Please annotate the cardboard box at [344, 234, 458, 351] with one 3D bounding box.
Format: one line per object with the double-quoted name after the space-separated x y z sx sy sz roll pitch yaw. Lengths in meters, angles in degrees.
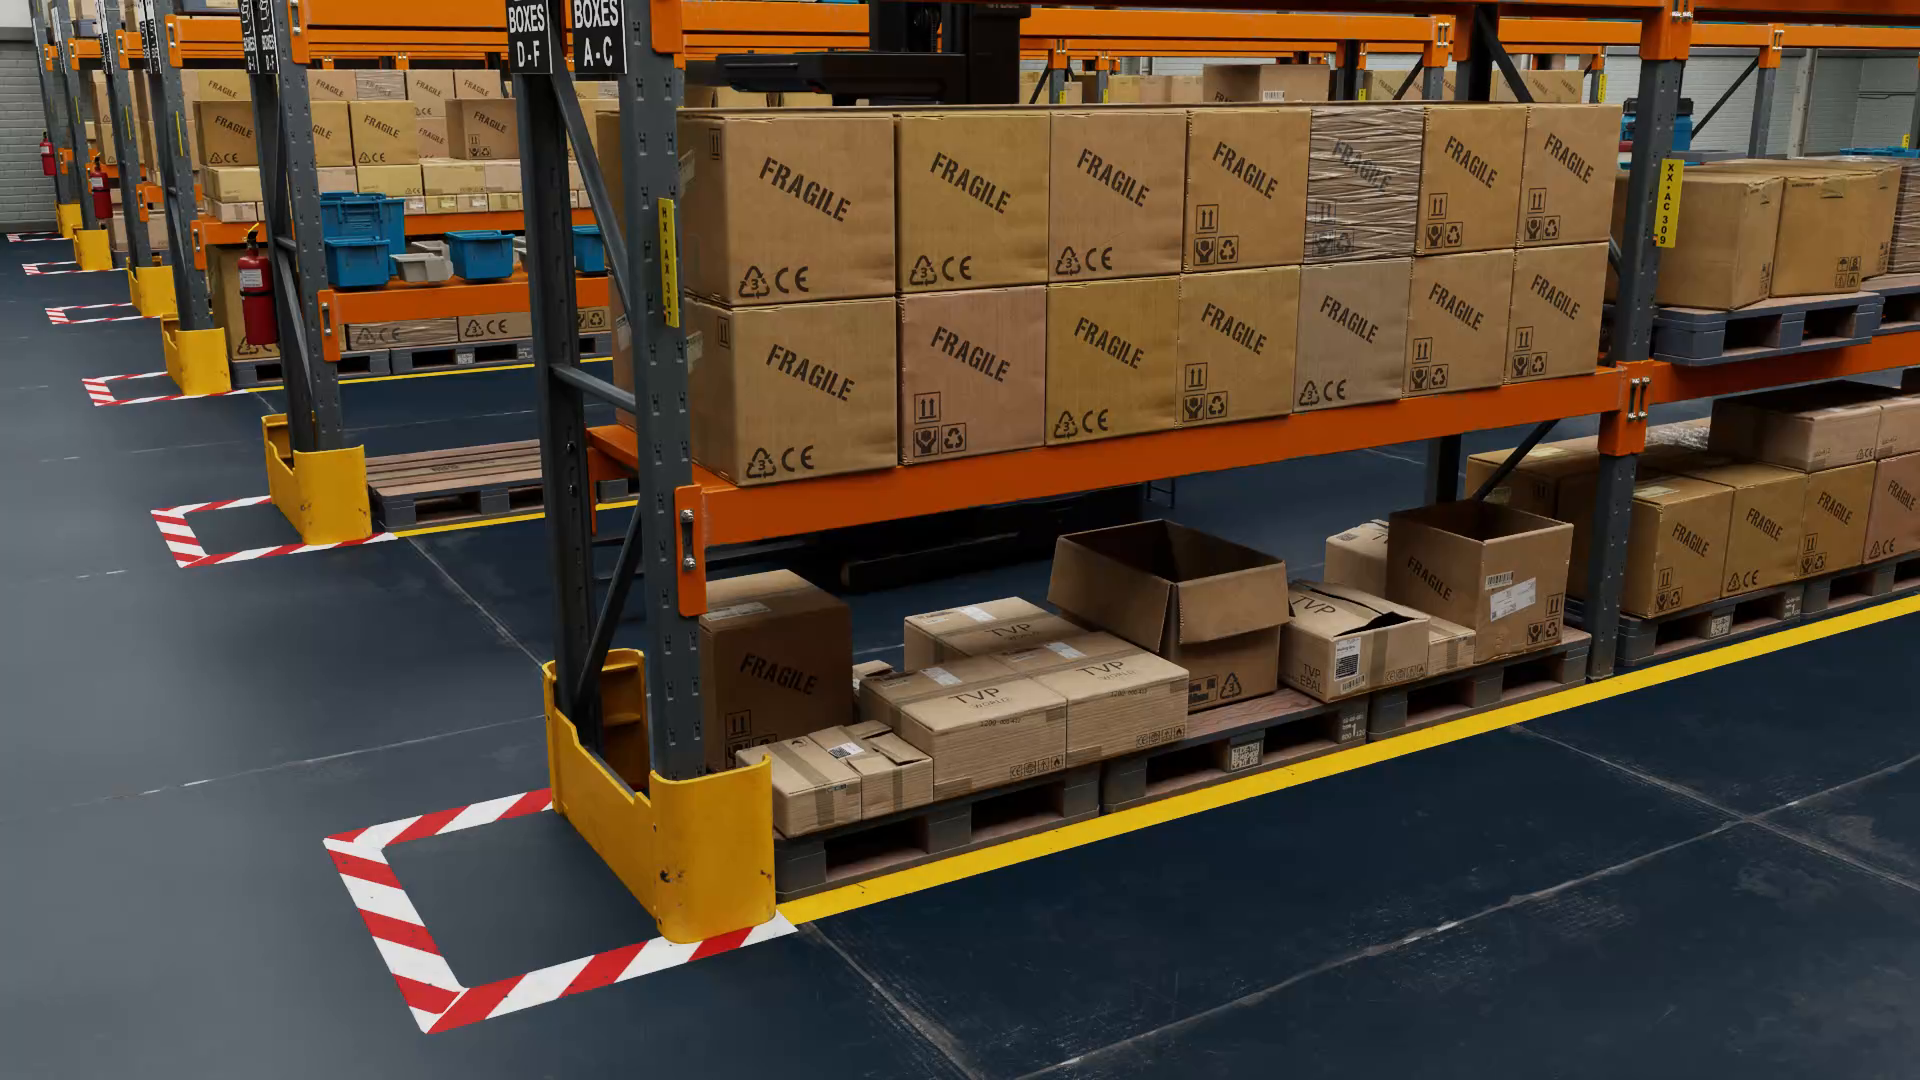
-4.847 -2.132 14.117 0.875 0.875 0.875 -9 18 -30 "cardboard box"

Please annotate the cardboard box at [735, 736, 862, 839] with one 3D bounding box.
-0.500 0.756 5.123 0.250 0.149 0.380 -9 18 -30 "cardboard box"

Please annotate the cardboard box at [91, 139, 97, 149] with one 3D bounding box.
-13.181 -6.067 25.461 0.250 0.149 0.380 -9 18 -28 "cardboard box"

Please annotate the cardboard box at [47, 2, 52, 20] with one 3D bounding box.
-13.561 -8.042 25.285 0.500 0.250 0.500 -10 18 -31 "cardboard box"

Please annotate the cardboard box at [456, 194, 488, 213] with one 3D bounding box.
-4.119 -2.822 13.885 0.250 0.149 0.380 -9 18 -29 "cardboard box"

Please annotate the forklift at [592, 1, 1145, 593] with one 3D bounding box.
-0.527 -1.318 8.183 3.031 2.935 1.130 -10 19 -32 "forklift"

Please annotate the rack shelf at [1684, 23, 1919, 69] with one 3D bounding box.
8.417 -4.617 15.599 4.000 0.370 1.077 -9 18 -30 "rack shelf"

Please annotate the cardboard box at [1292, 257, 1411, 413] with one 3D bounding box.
1.216 -0.758 5.871 0.500 0.500 0.500 -9 18 -28 "cardboard box"

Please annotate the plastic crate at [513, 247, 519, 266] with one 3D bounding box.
-2.722 -1.667 9.677 0.243 0.136 0.396 -9 18 -30 "plastic crate"

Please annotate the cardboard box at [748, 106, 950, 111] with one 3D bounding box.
-0.364 -1.152 5.424 0.500 0.500 0.500 -9 18 -28 "cardboard box"

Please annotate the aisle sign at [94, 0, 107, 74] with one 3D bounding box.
-8.820 -5.192 17.056 0.004 0.787 0.394 -9 18 -30 "aisle sign"

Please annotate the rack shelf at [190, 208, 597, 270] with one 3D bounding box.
-4.420 -2.651 14.141 4.000 0.370 1.077 -9 18 -30 "rack shelf"

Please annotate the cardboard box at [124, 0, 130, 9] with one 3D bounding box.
-8.339 -5.616 17.182 0.500 0.250 0.500 -10 18 -31 "cardboard box"

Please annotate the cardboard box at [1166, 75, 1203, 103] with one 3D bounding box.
2.963 -6.331 23.658 0.550 0.550 0.875 -9 18 -30 "cardboard box"

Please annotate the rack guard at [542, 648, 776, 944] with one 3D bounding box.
-0.971 0.767 5.249 0.348 0.500 1.175 -9 18 -30 "rack guard"

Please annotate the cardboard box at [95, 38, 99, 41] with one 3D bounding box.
-12.965 -7.548 25.186 0.250 0.149 0.380 -9 18 -29 "cardboard box"

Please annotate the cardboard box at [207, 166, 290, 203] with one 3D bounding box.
-5.584 -2.794 13.047 0.500 0.250 0.500 -10 18 -31 "cardboard box"

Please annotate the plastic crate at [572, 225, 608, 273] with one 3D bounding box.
-2.074 -1.662 9.482 0.300 0.233 0.416 -9 18 -30 "plastic crate"

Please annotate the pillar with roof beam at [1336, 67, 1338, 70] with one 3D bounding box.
11.359 -12.056 35.247 0.400 9.000 9.100 -9 18 -30 "pillar with roof beam"

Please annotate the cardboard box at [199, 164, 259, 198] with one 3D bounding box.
-5.856 -2.919 13.491 0.500 0.250 0.500 -10 18 -31 "cardboard box"

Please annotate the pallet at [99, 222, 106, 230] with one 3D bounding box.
-13.050 -4.938 26.137 1.213 0.211 1.003 -9 18 -30 "pallet"

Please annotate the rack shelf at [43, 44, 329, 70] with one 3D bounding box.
-12.083 -7.536 26.010 4.000 0.370 1.077 -9 18 -30 "rack shelf"

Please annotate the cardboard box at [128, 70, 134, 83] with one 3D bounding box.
-10.603 -5.892 21.132 0.250 0.149 0.380 -9 18 -28 "cardboard box"

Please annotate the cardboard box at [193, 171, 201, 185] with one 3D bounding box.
-7.959 -3.774 17.280 0.250 0.149 0.380 -8 18 -28 "cardboard box"

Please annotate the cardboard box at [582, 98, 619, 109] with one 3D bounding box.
-2.962 -3.581 14.466 0.500 0.500 0.500 -9 18 -28 "cardboard box"

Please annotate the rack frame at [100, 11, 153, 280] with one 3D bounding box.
-8.602 -3.881 17.196 0.127 3.000 1.000 -9 18 -30 "rack frame"

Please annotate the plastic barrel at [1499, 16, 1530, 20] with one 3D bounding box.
4.089 -4.435 12.687 0.600 0.901 0.600 0 16 0 "plastic barrel"

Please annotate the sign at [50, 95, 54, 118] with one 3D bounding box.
-13.518 -6.451 24.762 0.005 0.325 0.100 -9 18 -30 "sign"

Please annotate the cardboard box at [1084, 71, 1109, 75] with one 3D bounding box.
2.151 -7.787 28.544 0.500 0.500 0.700 -10 18 -31 "cardboard box"

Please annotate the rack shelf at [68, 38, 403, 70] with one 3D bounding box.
-9.524 -6.388 21.915 4.000 0.370 1.077 -9 18 -30 "rack shelf"

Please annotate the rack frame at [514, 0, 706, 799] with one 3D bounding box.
-1.036 -0.426 4.874 0.127 3.000 1.000 -9 18 -30 "rack frame"

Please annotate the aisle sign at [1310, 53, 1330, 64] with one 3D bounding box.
5.328 -7.297 24.567 0.004 0.787 0.394 -9 18 -30 "aisle sign"

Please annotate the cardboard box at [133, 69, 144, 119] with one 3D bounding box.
-8.338 -4.675 17.440 0.500 0.500 0.500 -10 18 -31 "cardboard box"

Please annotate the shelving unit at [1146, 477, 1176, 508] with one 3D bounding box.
0.959 -0.751 9.366 0.503 1.200 0.258 -10 19 -32 "shelving unit"

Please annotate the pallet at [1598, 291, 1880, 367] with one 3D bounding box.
3.134 -0.976 7.189 1.213 0.211 1.003 -9 18 -30 "pallet"

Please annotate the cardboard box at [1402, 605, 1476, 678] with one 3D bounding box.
1.760 0.389 6.430 0.250 0.149 0.380 -9 18 -30 "cardboard box"

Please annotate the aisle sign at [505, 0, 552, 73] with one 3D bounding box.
-1.252 -1.740 4.742 0.004 0.787 0.394 -9 18 -30 "aisle sign"

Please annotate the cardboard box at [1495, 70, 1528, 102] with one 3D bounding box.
6.381 -5.342 19.822 0.500 0.500 0.500 -9 18 -30 "cardboard box"

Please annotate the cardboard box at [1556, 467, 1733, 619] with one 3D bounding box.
2.933 -0.002 7.174 0.500 0.500 0.500 -10 19 -32 "cardboard box"

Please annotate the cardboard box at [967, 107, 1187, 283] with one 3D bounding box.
0.356 -1.100 5.237 0.500 0.500 0.500 -9 18 -29 "cardboard box"

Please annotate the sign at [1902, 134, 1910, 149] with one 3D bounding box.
9.852 -4.058 17.317 0.005 0.325 0.100 -9 18 -30 "sign"

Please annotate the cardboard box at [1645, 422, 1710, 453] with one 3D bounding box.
3.526 -0.262 8.103 0.500 0.500 0.500 -9 18 -29 "cardboard box"

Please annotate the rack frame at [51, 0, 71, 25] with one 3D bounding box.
-11.238 -7.900 20.422 0.127 3.000 1.000 -9 18 -30 "rack frame"

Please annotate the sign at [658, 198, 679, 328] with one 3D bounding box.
-0.756 -0.718 4.309 0.005 0.325 0.100 -9 18 -30 "sign"

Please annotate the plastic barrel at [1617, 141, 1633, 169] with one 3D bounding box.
5.769 -3.224 14.603 0.433 0.535 0.433 0 16 0 "plastic barrel"

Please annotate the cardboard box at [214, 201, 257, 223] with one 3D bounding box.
-5.660 -2.571 12.990 0.250 0.149 0.380 -9 18 -29 "cardboard box"

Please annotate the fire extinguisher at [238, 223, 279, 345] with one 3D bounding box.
-3.947 -1.440 9.325 0.183 0.674 0.296 -9 18 -30 "fire extinguisher"

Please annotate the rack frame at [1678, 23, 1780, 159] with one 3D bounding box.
6.702 -3.241 14.915 0.127 3.000 1.000 -9 18 -30 "rack frame"

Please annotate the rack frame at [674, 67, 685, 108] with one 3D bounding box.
-2.706 -3.275 15.036 0.127 3.000 1.000 -9 18 -30 "rack frame"

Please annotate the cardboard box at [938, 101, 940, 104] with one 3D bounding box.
-0.472 -4.174 16.200 0.637 0.503 0.797 -9 18 -28 "cardboard box"

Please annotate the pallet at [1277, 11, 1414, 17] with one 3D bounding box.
2.568 -3.955 12.253 1.213 0.211 1.003 -9 18 -30 "pallet"

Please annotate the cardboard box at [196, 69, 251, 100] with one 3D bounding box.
-7.652 -4.626 17.266 0.500 0.500 0.500 -9 18 -28 "cardboard box"
